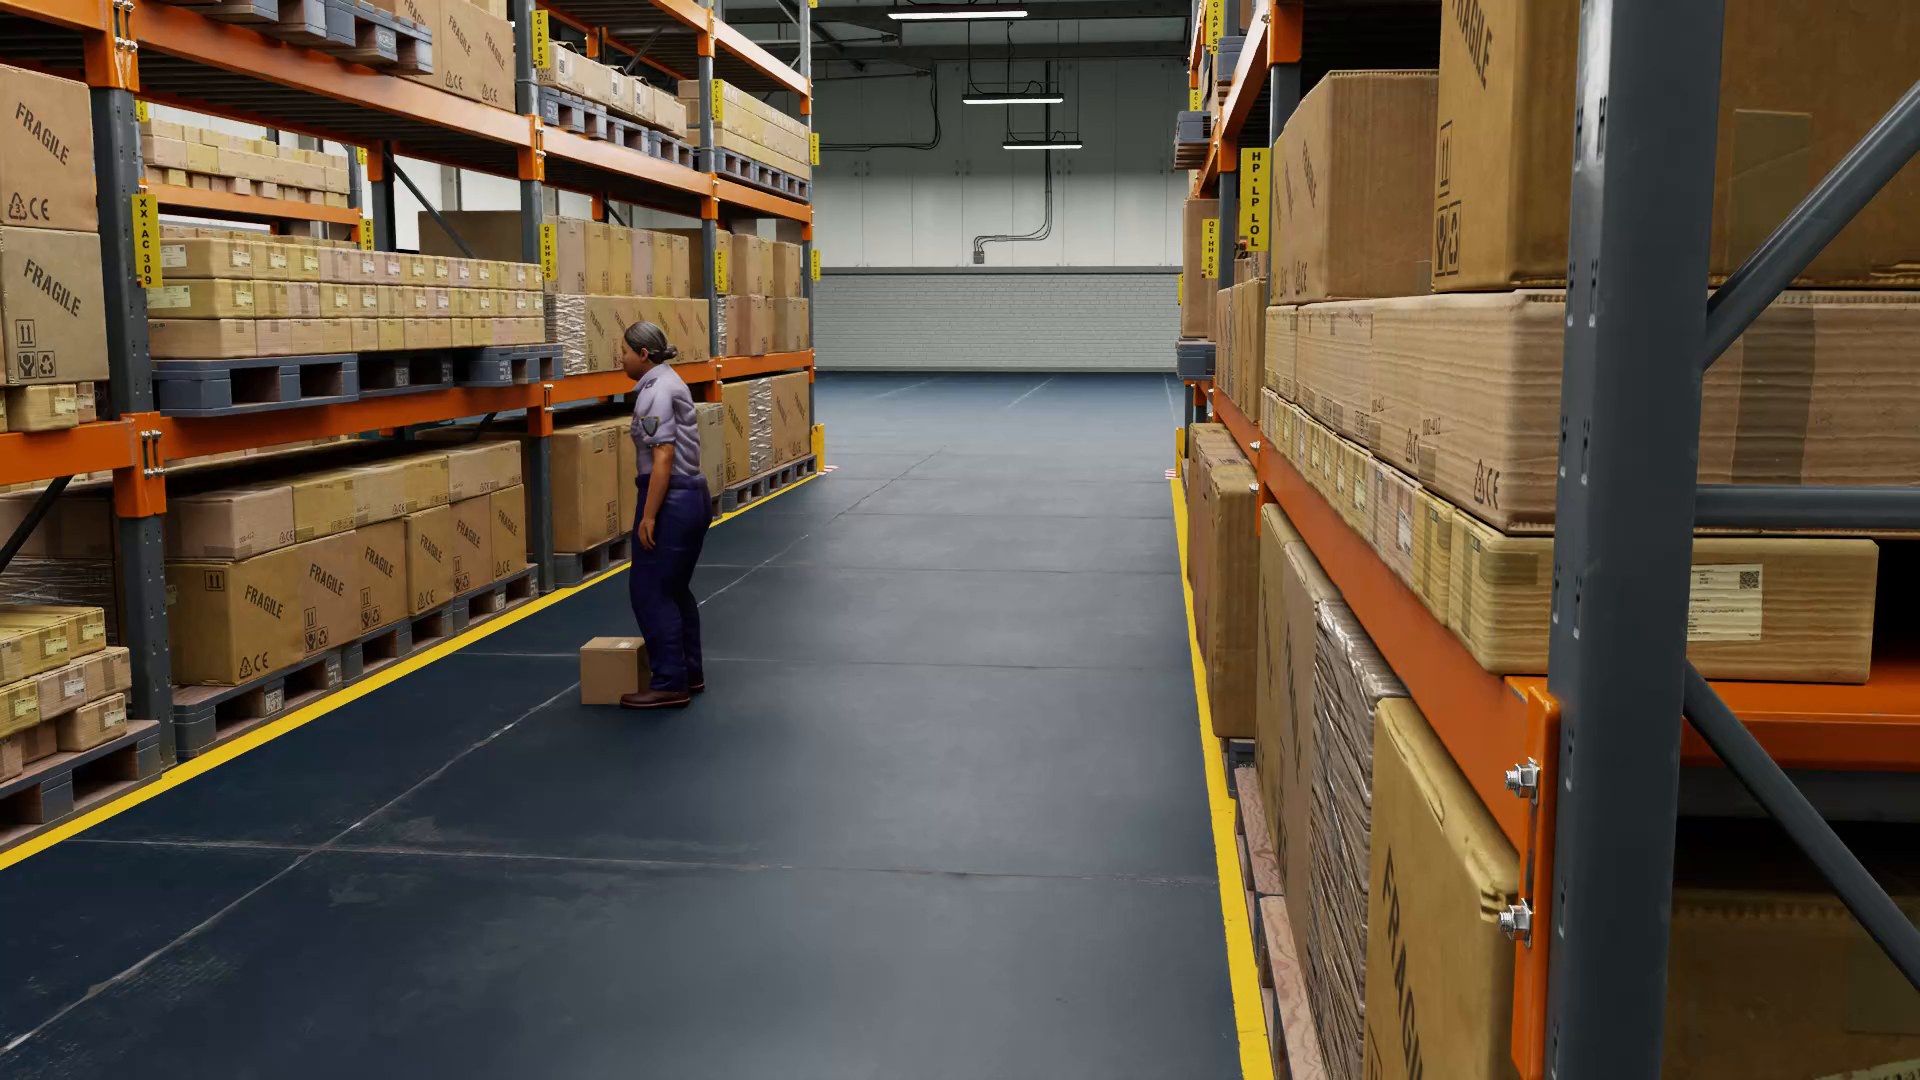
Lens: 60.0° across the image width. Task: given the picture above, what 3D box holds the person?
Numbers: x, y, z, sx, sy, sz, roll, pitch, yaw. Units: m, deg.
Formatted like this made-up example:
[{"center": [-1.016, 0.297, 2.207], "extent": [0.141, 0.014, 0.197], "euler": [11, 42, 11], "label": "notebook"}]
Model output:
[{"center": [-1.274, -0.117, 7.198], "extent": [0.375, 1.651, 0.563], "euler": [0, 8, 3], "label": "person"}]
